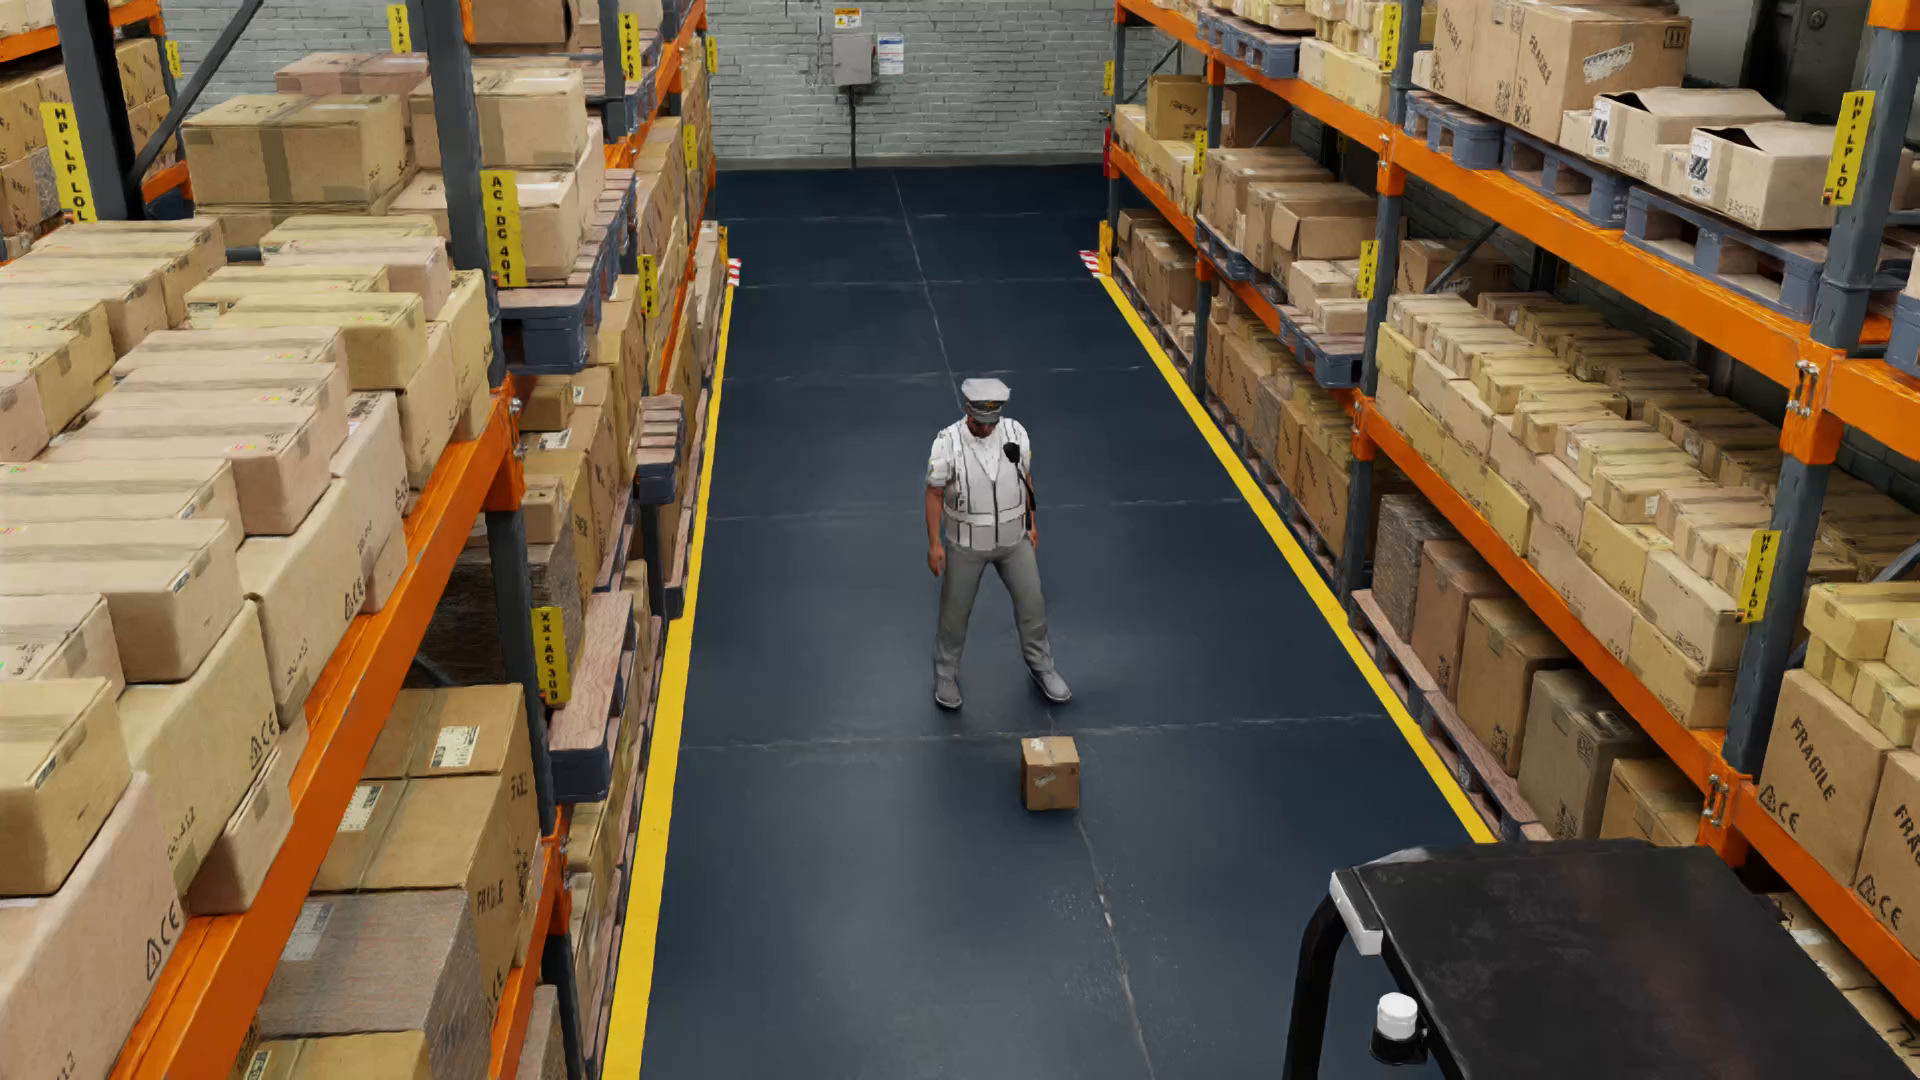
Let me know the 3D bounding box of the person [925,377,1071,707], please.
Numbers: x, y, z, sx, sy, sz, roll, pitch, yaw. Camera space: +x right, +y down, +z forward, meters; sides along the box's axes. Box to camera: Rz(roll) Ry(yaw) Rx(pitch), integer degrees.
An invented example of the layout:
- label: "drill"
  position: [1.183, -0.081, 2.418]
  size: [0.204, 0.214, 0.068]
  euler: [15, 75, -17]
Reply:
- label: "person"
  position: [0.194, 0.009, 8.537]
  size: [0.714, 1.740, 0.495]
  euler: [-7, 24, -15]
